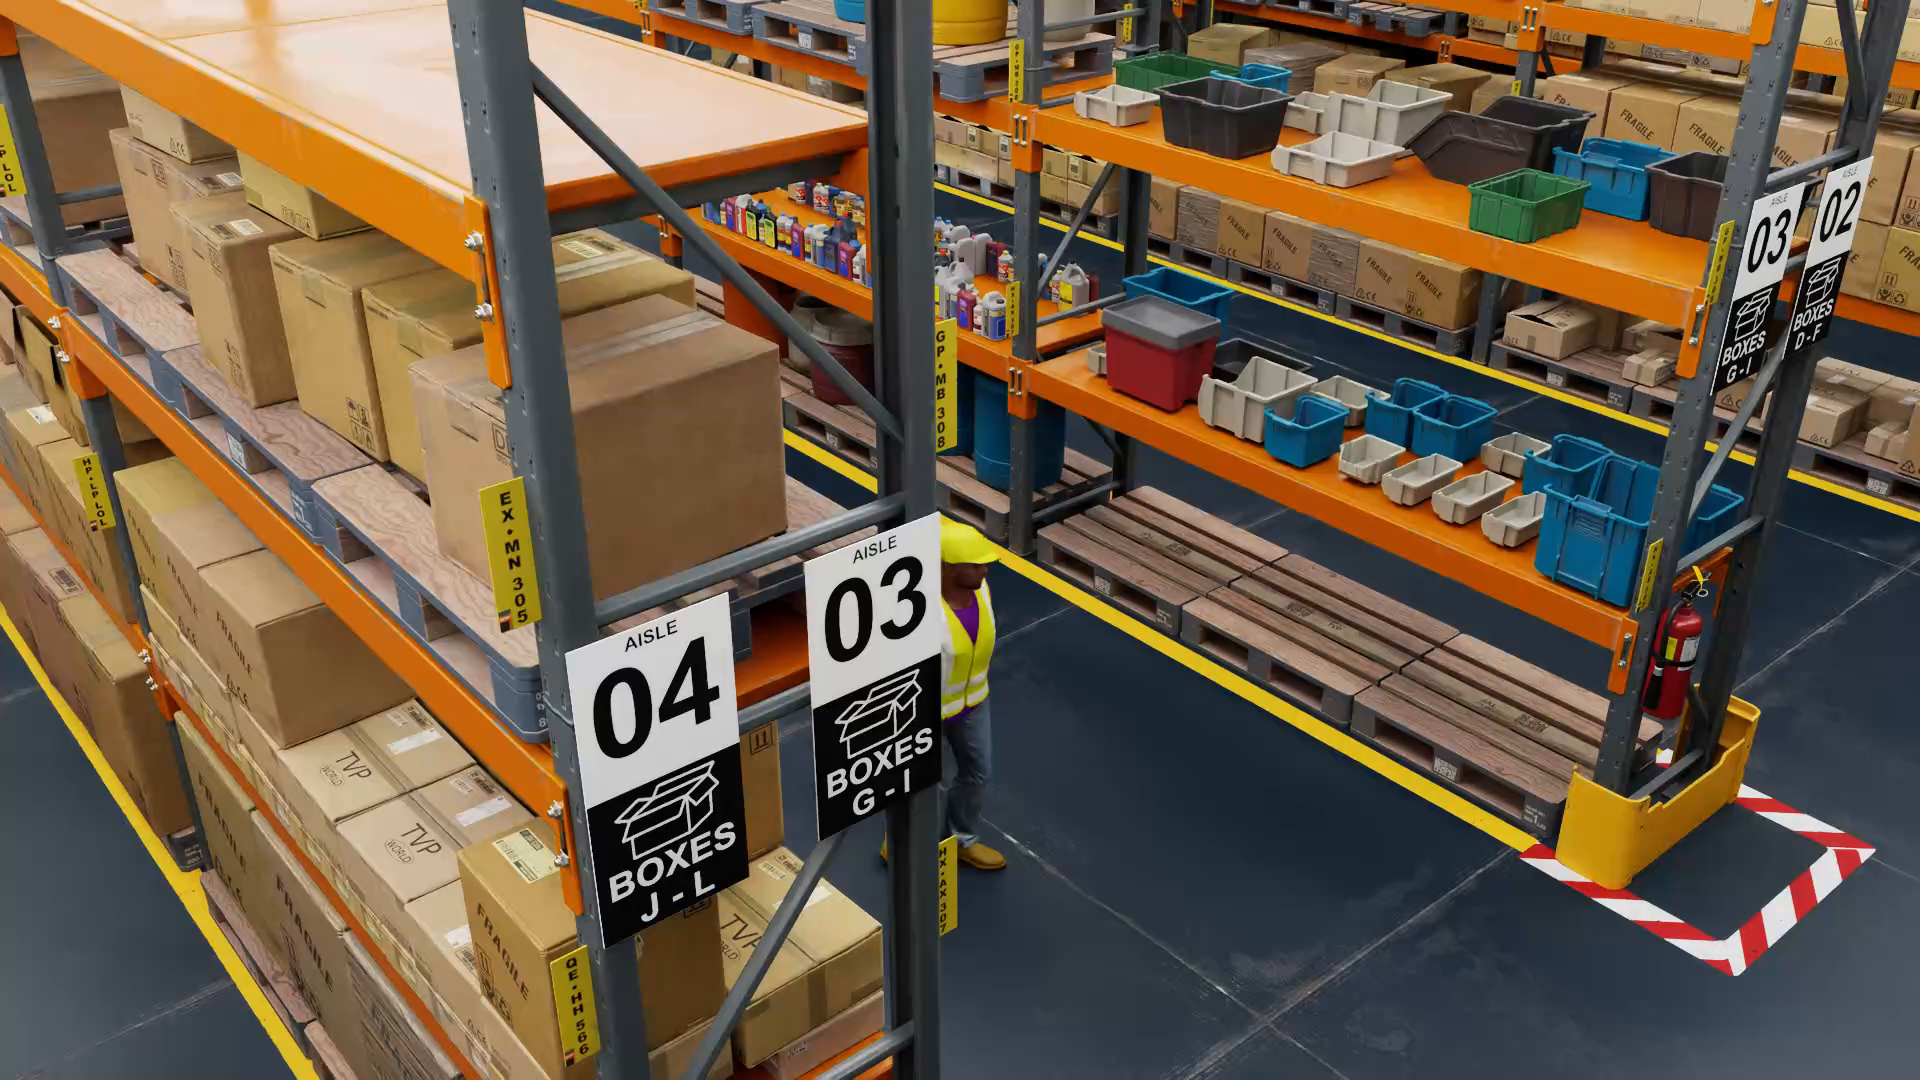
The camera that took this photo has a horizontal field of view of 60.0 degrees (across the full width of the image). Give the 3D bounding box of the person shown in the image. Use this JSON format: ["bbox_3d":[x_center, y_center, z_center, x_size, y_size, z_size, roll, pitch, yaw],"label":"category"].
[{"bbox_3d":[-0.100,0.669,7.451,0.590,1.698,0.517,-22,35,-36],"label":"person"}]
